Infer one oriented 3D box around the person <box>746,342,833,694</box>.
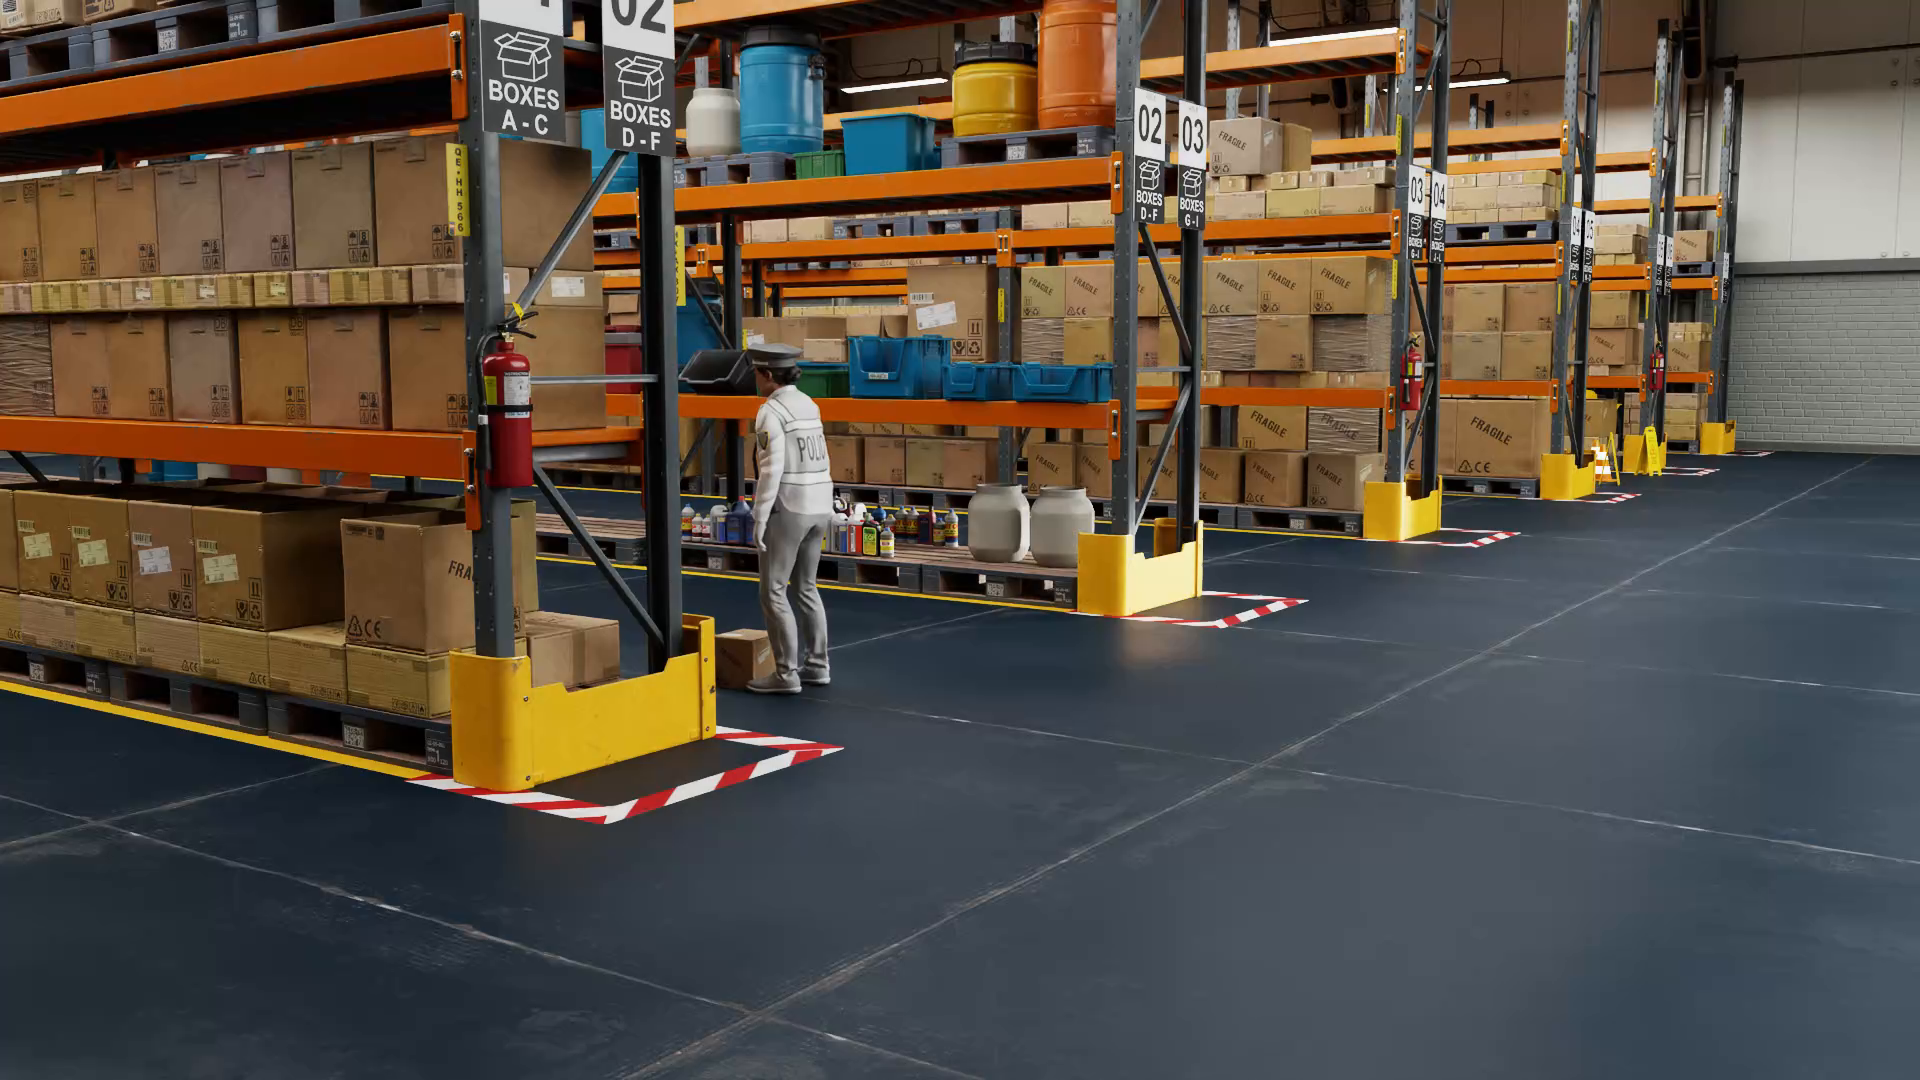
[{"bbox_3d":[-0.815,-0.106,7.935,0.373,1.662,0.539,3,7,28],"label":"person"}]
